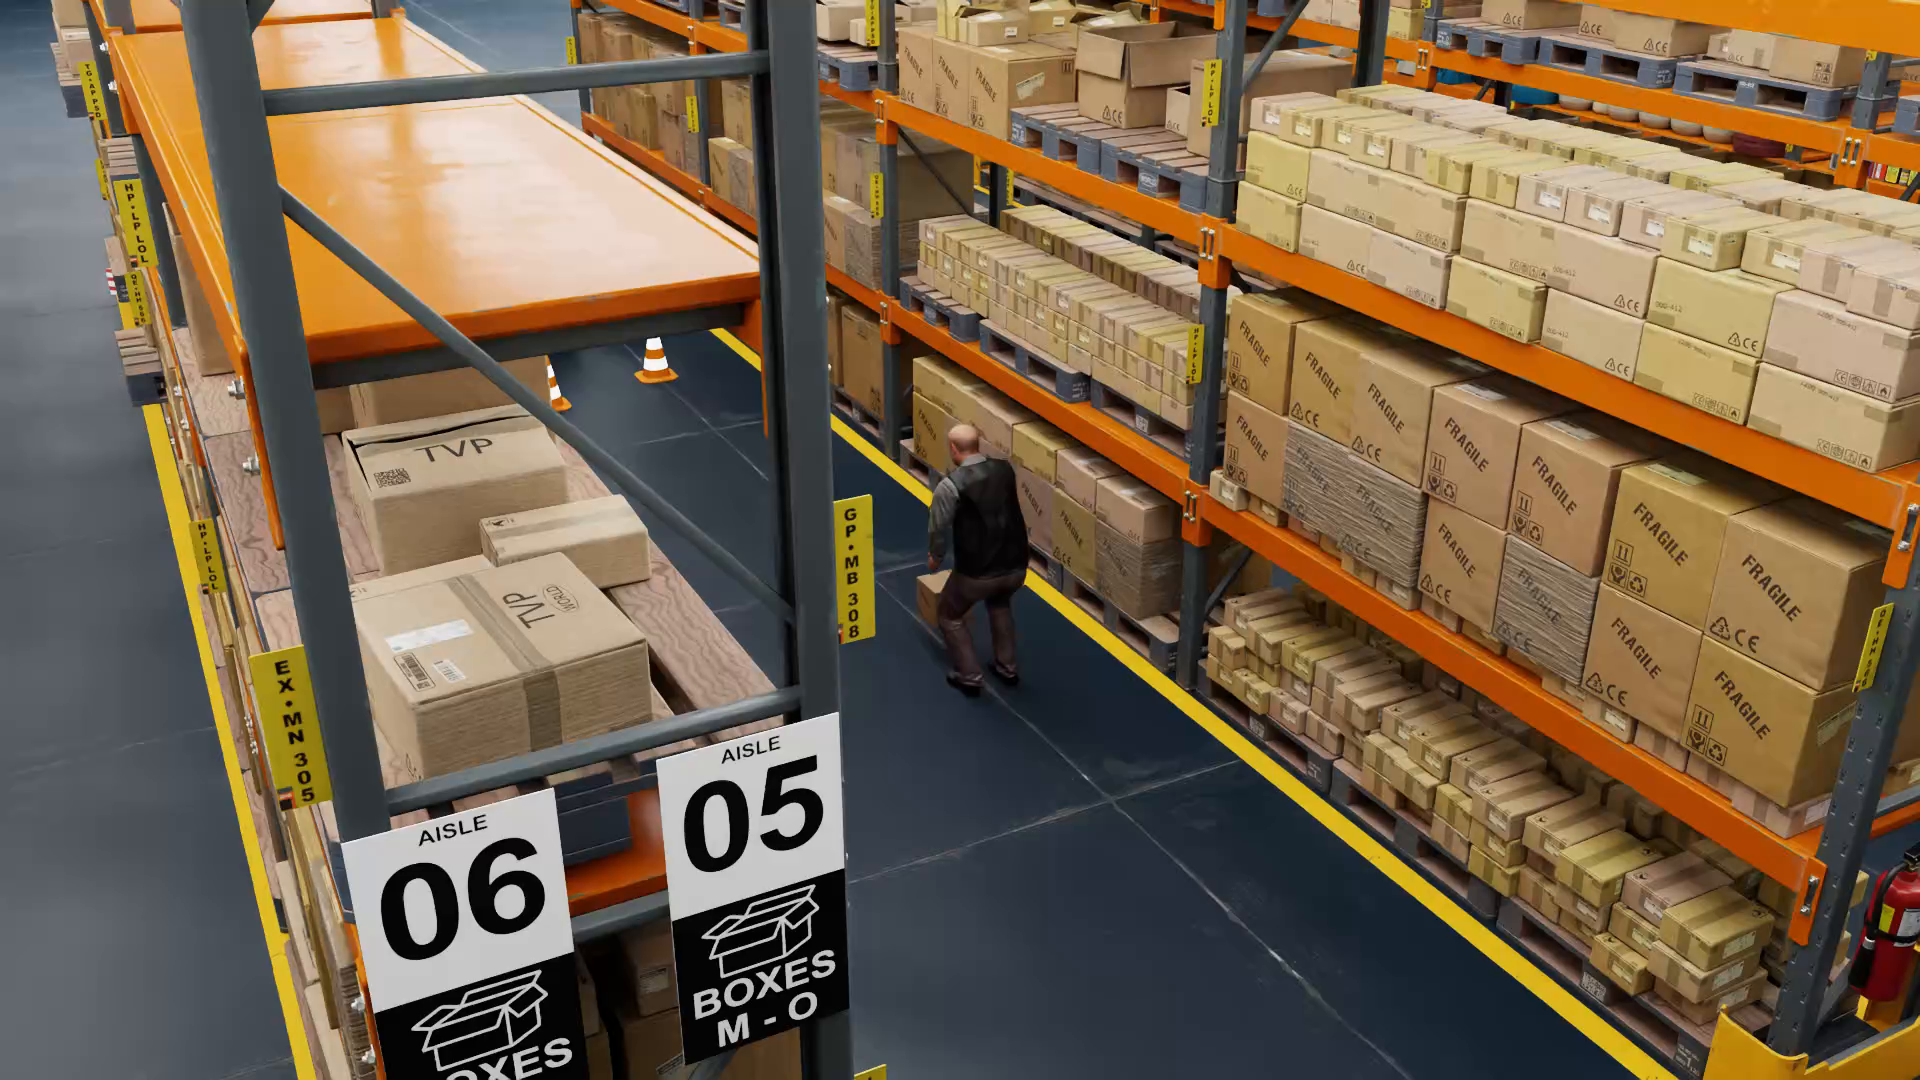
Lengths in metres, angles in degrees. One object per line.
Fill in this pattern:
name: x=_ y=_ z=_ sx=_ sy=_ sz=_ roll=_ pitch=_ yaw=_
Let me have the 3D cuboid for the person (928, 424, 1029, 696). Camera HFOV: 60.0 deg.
person: x=0.102 y=0.133 z=9.565 sx=0.581 sy=1.581 sz=0.555 roll=-12 pitch=28 yaw=-24
